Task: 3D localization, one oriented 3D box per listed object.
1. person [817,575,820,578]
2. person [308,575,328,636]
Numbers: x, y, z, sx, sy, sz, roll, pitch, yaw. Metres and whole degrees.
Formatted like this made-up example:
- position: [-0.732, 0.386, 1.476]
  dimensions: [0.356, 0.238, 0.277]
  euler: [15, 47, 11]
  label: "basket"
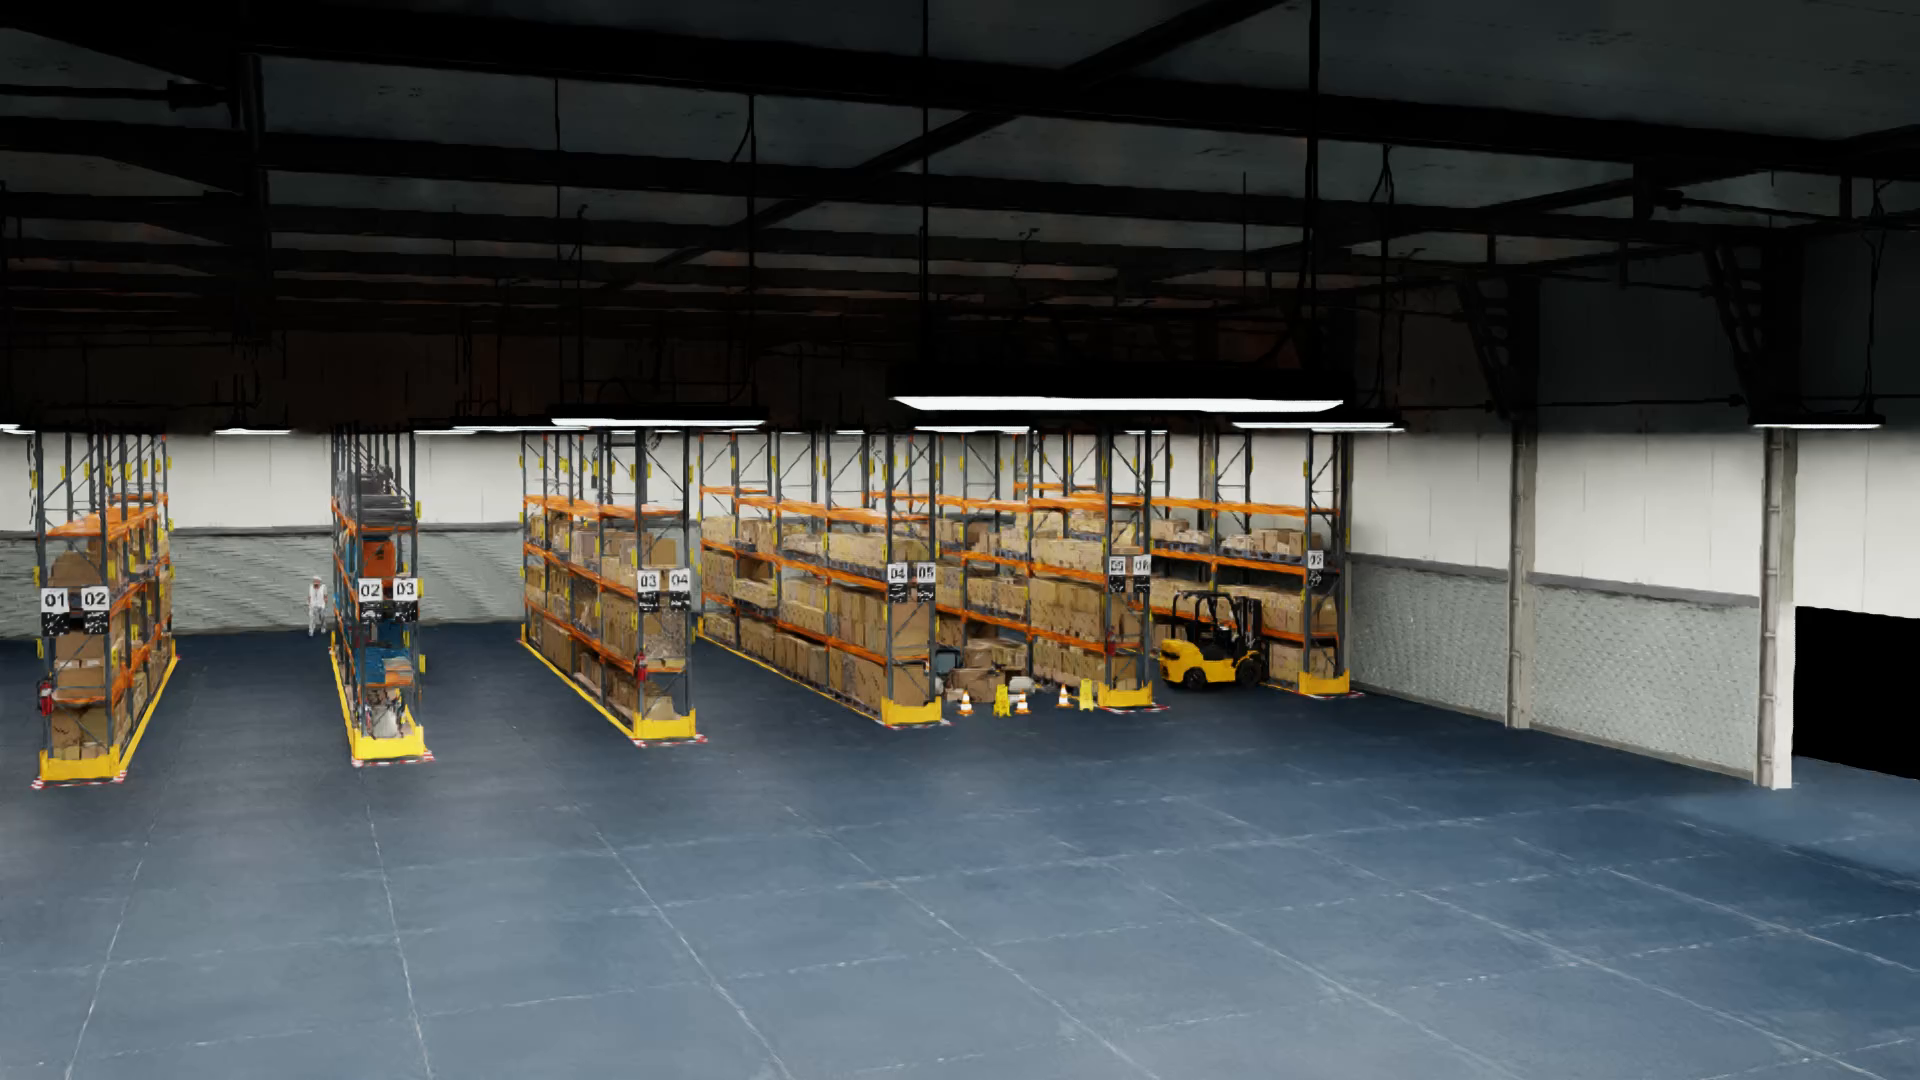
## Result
- position: [-4.087, 1.870, 47.183]
  dimensions: [0.594, 1.785, 0.670]
  euler: [0, 4, -3]
  label: "person"
- position: [-18.462, 1.864, 47.810]
  dimensions: [0.553, 1.724, 1.036]
  euler: [-1, 4, -14]
  label: "person"
